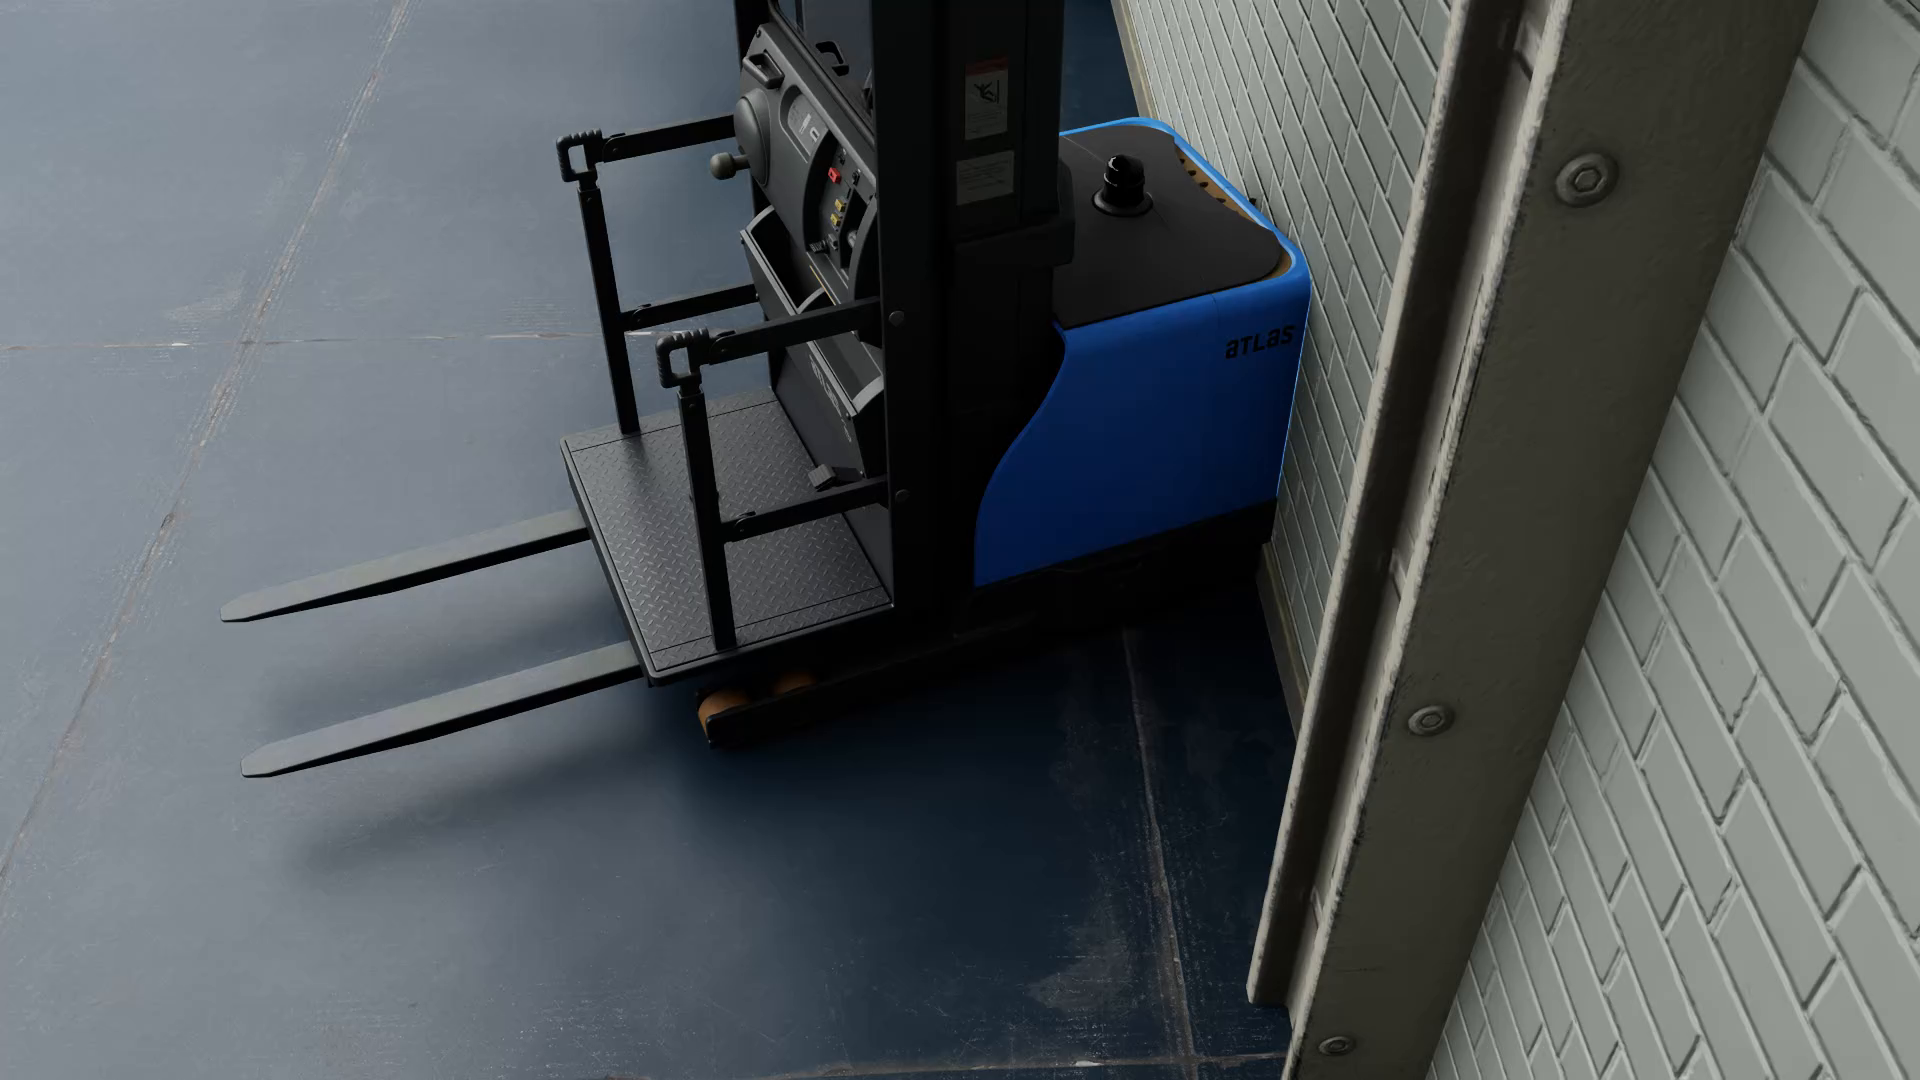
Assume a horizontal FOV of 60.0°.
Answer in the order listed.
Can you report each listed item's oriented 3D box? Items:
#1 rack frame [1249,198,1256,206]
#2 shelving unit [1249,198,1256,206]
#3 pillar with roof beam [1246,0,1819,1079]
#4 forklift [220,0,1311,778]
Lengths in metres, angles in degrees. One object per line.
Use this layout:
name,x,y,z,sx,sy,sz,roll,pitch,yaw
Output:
rack frame,0.753,-0.717,5.374,0.240,0.900,0.006,3,42,-3
shelving unit,0.754,-0.648,5.299,0.258,0.900,0.210,3,42,-3
pillar with roof beam,-3.439,-1.980,0.750,9.100,9.000,0.400,-2,43,-2
forklift,-0.574,-0.916,4.080,3.031,2.935,1.130,-16,45,-17
